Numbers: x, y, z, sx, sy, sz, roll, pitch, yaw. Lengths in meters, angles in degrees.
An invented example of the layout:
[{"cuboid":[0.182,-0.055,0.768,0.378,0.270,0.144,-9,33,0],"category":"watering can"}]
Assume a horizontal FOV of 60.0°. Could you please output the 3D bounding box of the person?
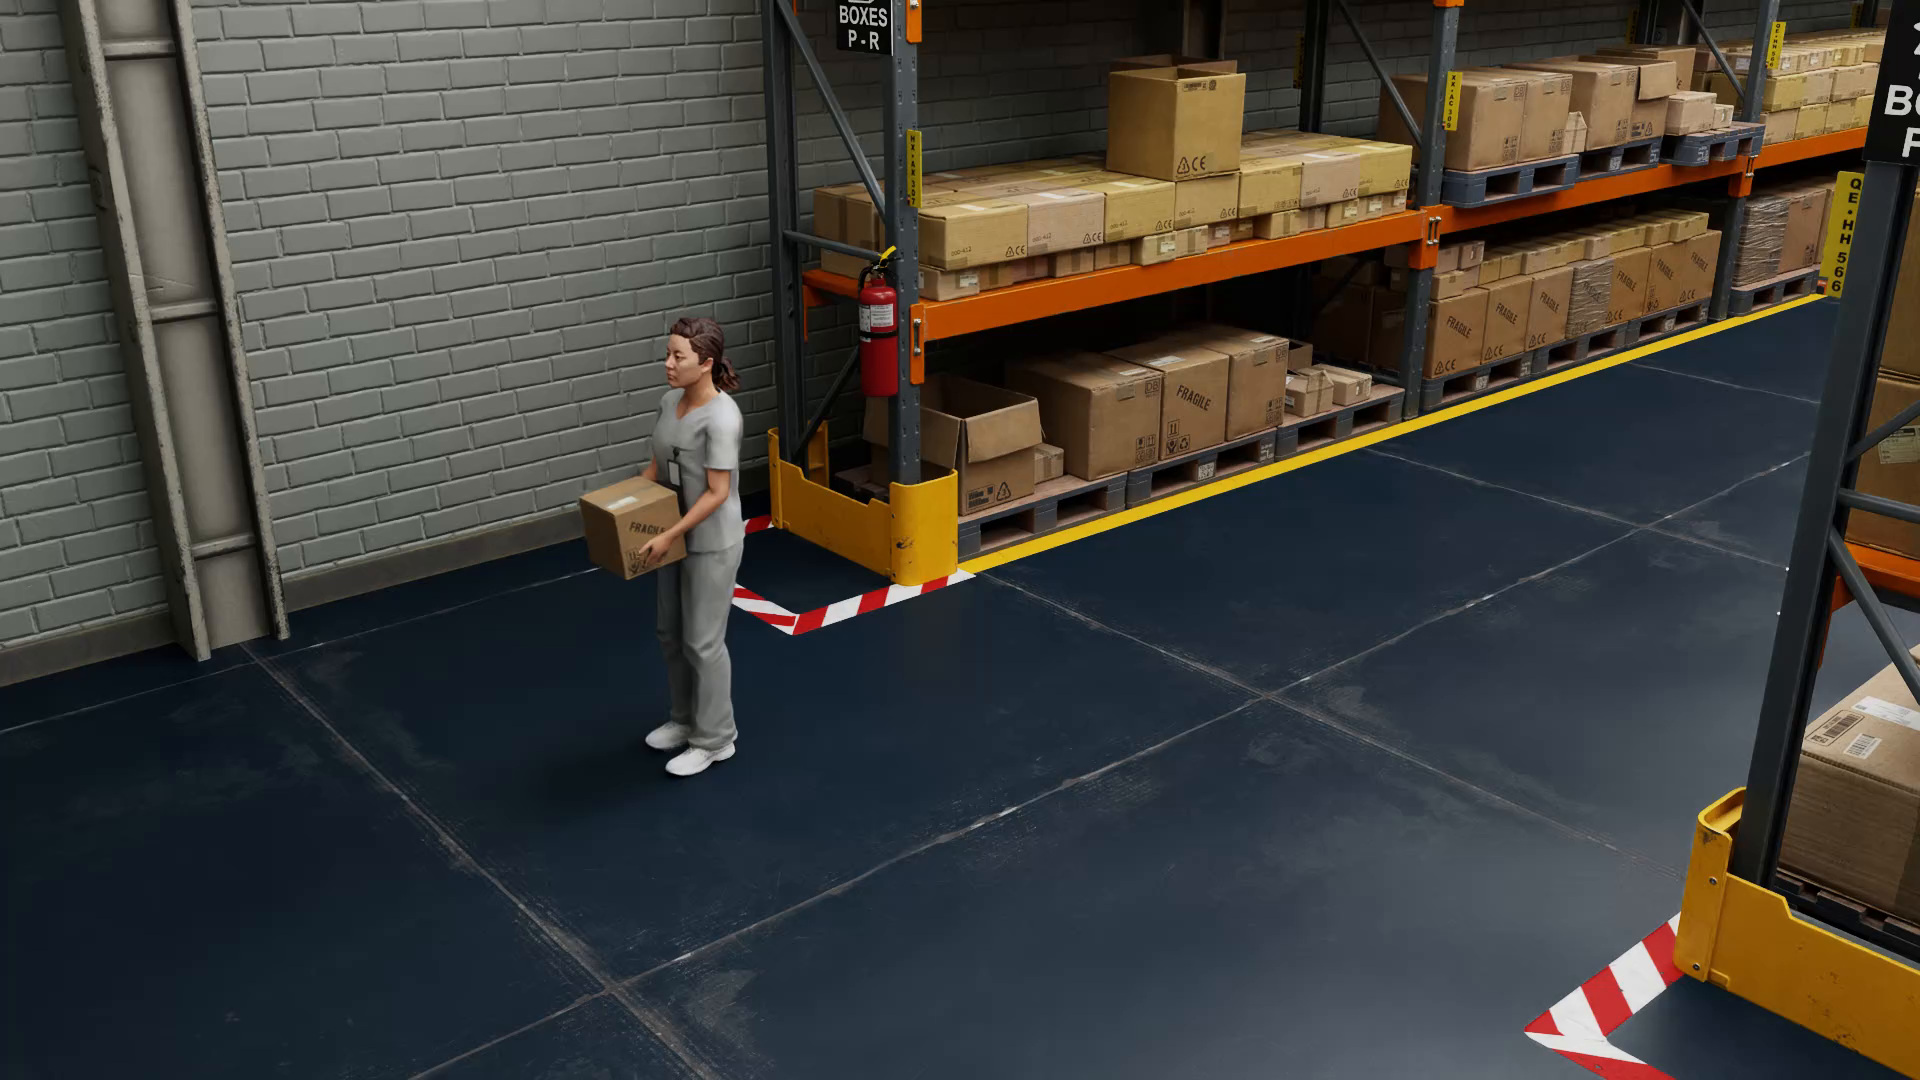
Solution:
[{"cuboid":[-0.981,0.028,6.013,0.415,1.672,0.494,-19,28,-40],"category":"person"}]
